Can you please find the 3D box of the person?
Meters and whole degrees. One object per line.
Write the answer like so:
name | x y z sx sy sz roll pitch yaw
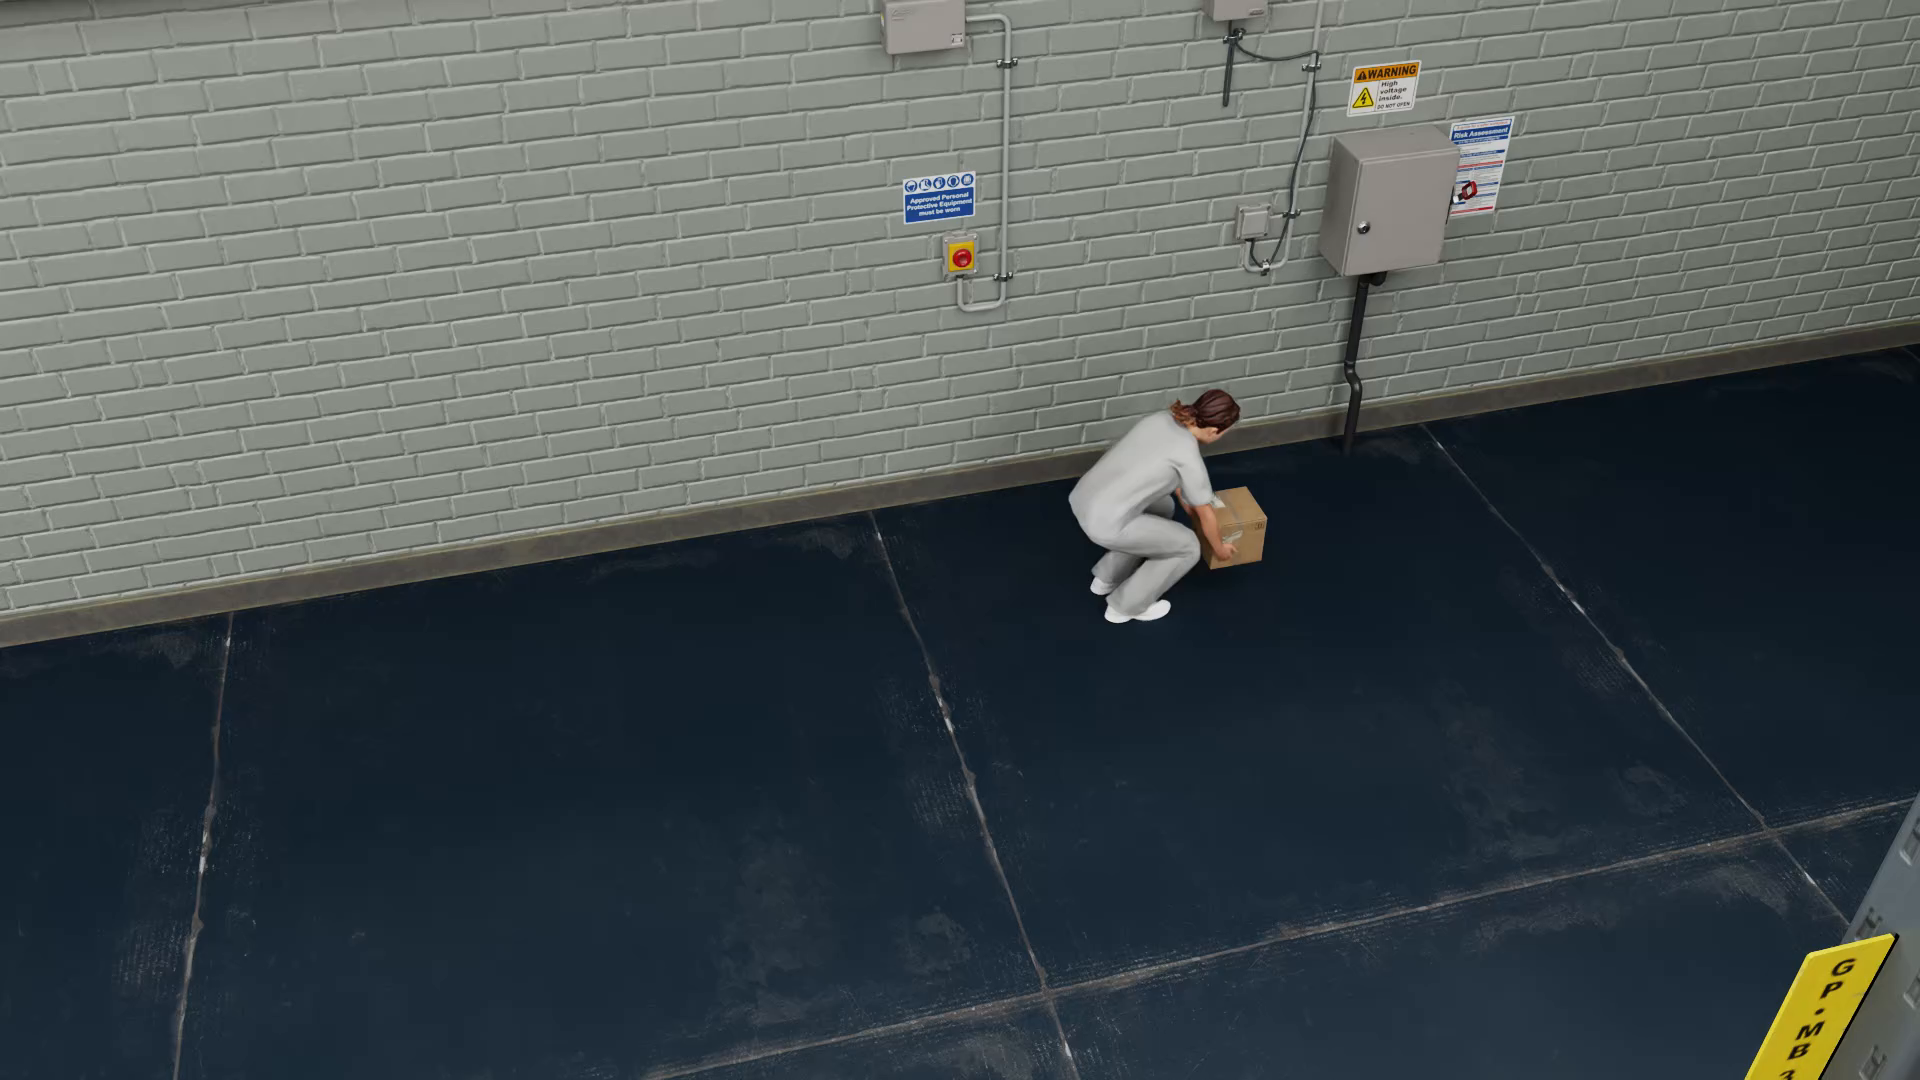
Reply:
person | 0.857 -0.165 7.432 0.761 1.048 0.491 -10 39 -12
